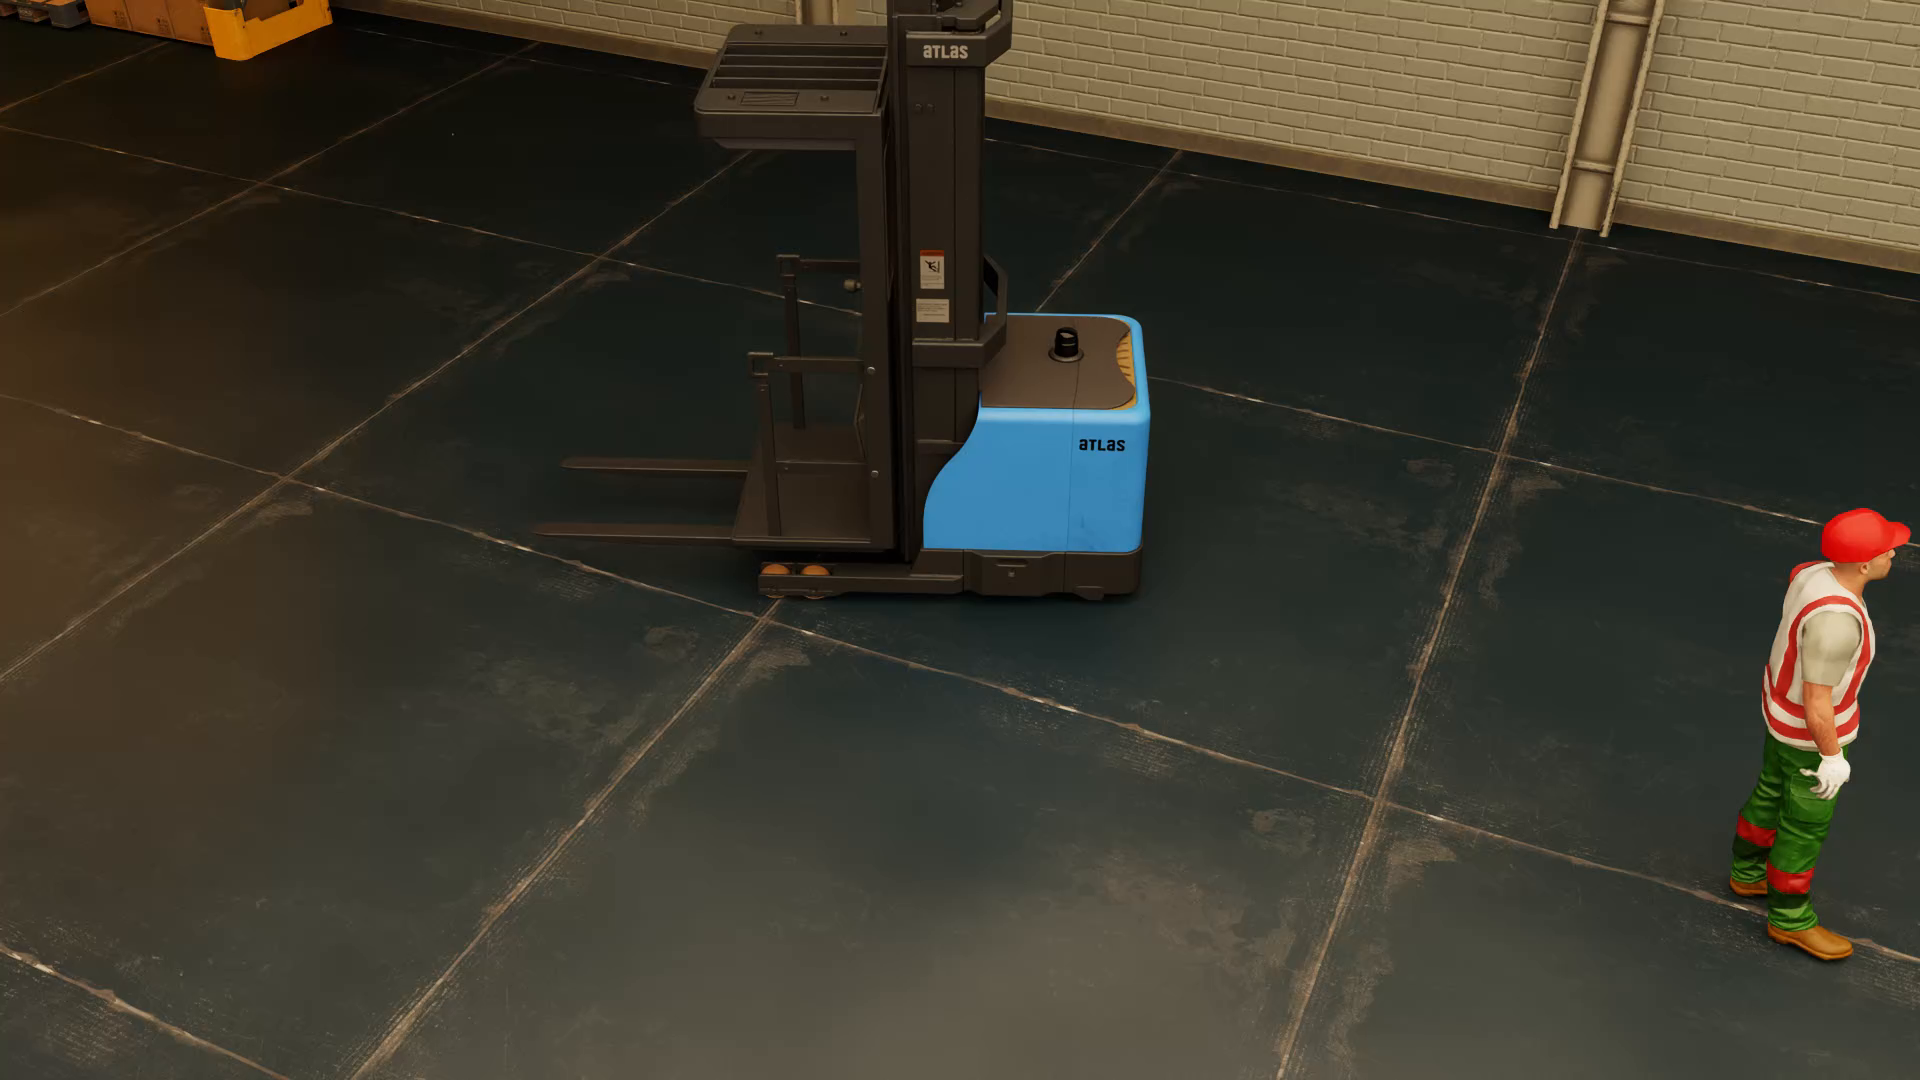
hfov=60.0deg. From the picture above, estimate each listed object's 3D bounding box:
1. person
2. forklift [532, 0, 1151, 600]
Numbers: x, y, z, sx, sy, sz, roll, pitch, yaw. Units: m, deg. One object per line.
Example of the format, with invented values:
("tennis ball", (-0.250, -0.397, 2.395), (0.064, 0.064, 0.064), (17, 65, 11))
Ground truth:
("person", (3.202, 0.681, 6.103), (0.562, 1.790, 0.637), (9, 37, 13))
("forklift", (-0.608, -1.208, 7.780), (3.031, 2.935, 1.130), (1, 36, 2))
